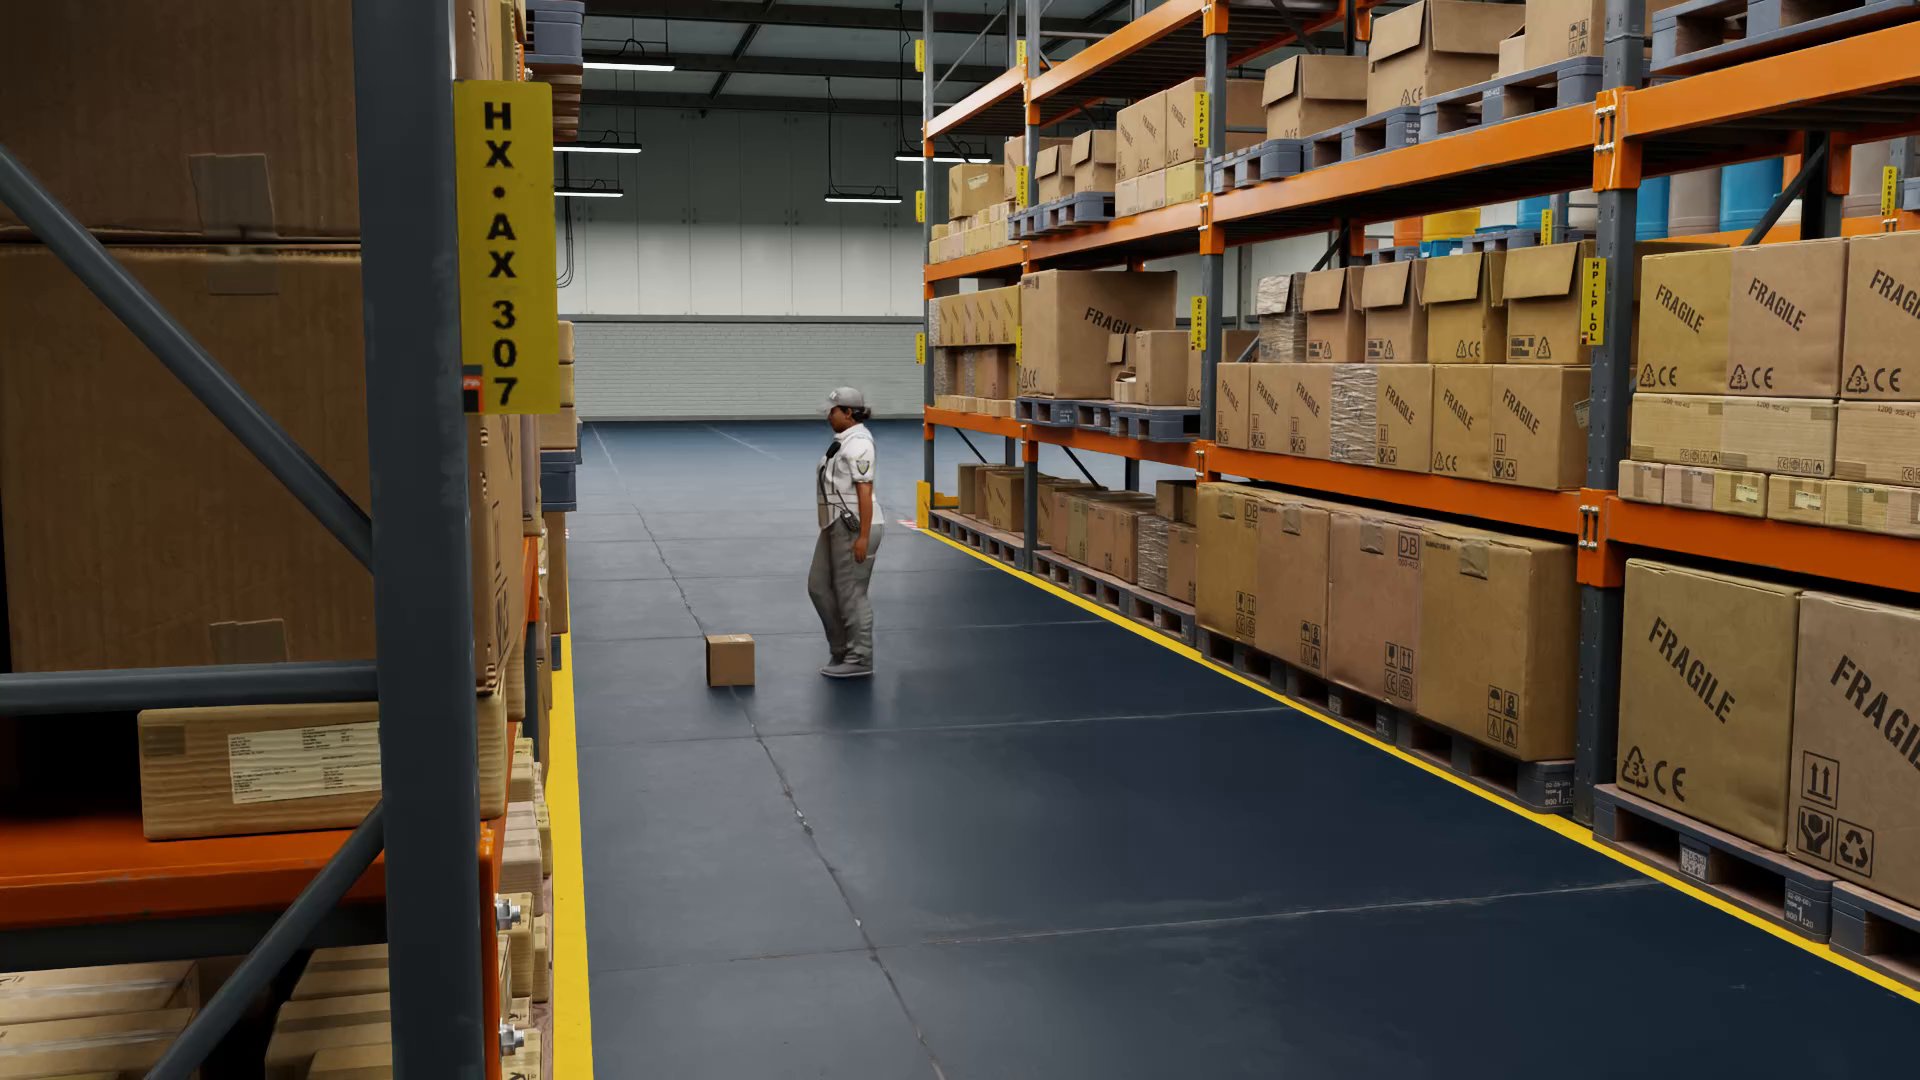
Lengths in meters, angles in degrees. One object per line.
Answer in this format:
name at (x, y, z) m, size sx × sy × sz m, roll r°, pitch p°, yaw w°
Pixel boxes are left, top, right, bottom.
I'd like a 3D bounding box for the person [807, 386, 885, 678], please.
person at (-0.647, -0.018, 9.503) m, size 0.416 × 1.716 × 0.495 m, roll -1°, pitch 6°, yaw -13°
